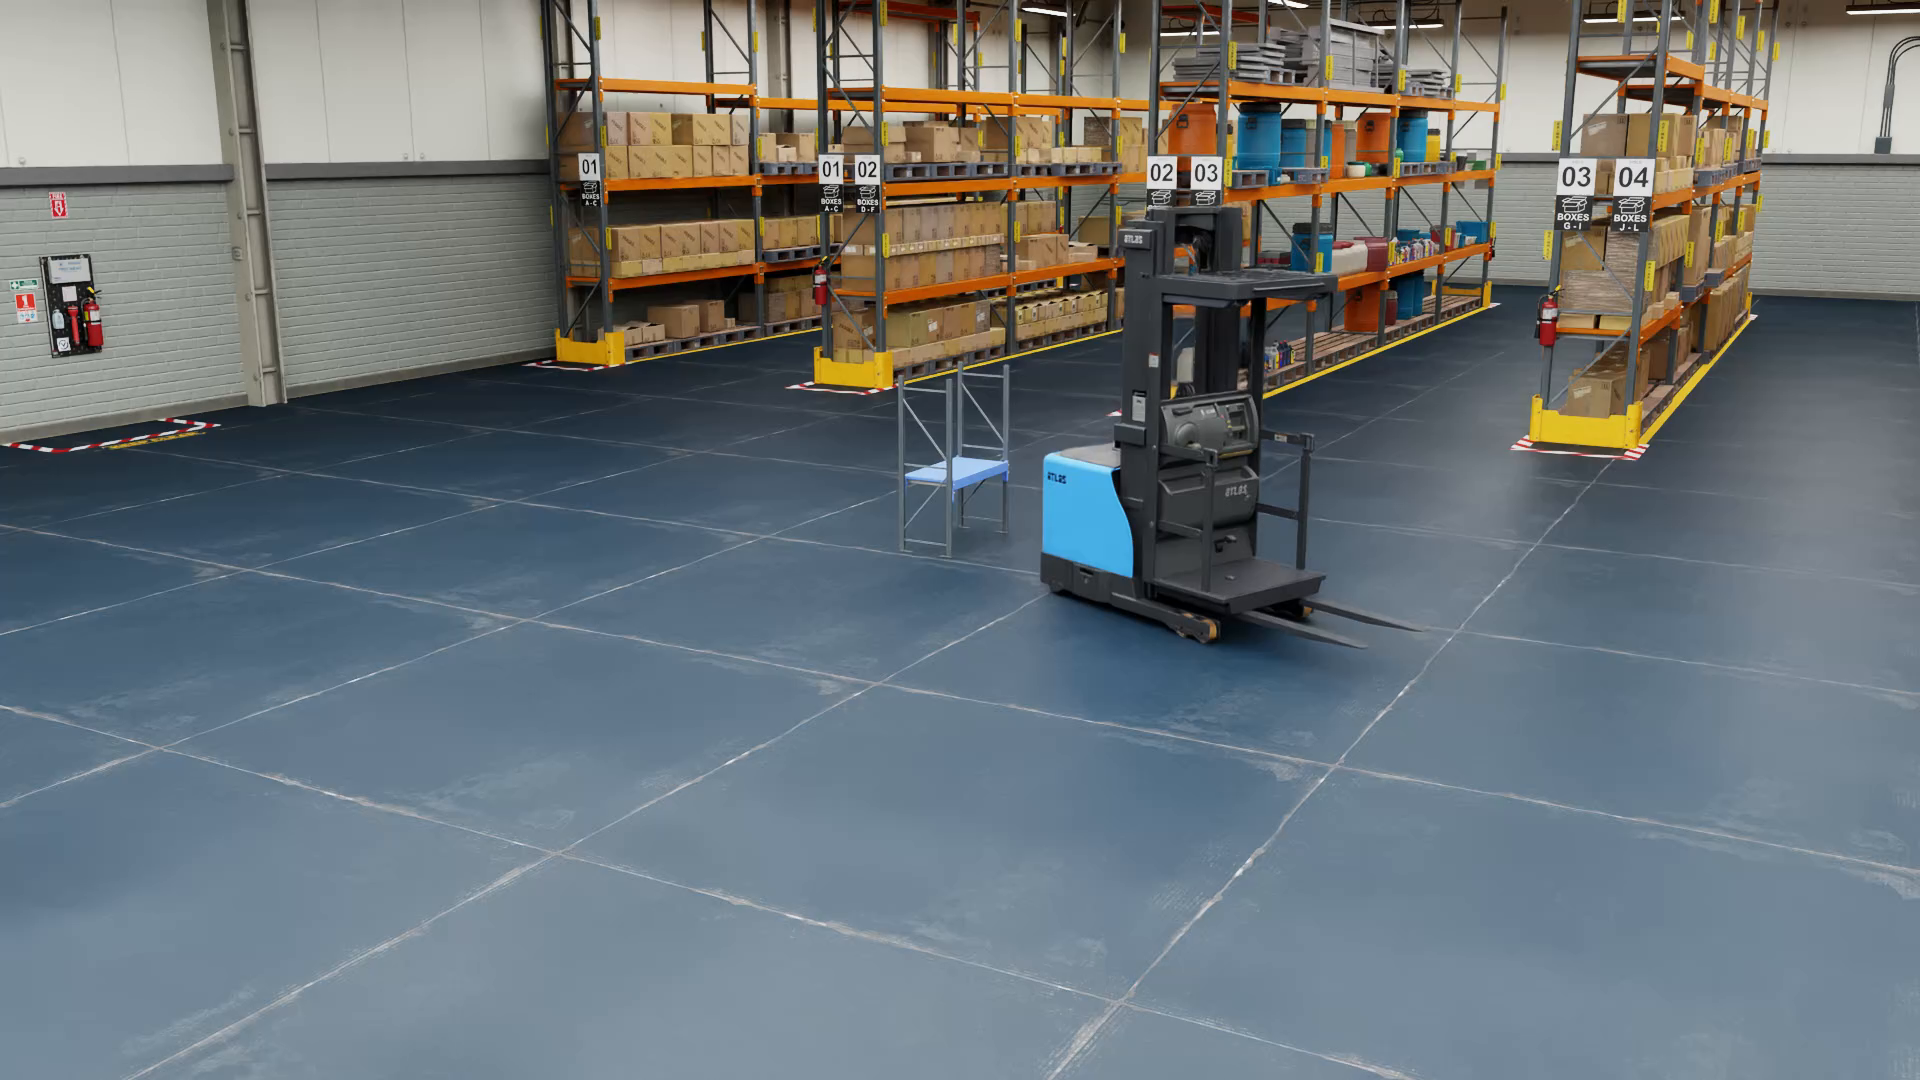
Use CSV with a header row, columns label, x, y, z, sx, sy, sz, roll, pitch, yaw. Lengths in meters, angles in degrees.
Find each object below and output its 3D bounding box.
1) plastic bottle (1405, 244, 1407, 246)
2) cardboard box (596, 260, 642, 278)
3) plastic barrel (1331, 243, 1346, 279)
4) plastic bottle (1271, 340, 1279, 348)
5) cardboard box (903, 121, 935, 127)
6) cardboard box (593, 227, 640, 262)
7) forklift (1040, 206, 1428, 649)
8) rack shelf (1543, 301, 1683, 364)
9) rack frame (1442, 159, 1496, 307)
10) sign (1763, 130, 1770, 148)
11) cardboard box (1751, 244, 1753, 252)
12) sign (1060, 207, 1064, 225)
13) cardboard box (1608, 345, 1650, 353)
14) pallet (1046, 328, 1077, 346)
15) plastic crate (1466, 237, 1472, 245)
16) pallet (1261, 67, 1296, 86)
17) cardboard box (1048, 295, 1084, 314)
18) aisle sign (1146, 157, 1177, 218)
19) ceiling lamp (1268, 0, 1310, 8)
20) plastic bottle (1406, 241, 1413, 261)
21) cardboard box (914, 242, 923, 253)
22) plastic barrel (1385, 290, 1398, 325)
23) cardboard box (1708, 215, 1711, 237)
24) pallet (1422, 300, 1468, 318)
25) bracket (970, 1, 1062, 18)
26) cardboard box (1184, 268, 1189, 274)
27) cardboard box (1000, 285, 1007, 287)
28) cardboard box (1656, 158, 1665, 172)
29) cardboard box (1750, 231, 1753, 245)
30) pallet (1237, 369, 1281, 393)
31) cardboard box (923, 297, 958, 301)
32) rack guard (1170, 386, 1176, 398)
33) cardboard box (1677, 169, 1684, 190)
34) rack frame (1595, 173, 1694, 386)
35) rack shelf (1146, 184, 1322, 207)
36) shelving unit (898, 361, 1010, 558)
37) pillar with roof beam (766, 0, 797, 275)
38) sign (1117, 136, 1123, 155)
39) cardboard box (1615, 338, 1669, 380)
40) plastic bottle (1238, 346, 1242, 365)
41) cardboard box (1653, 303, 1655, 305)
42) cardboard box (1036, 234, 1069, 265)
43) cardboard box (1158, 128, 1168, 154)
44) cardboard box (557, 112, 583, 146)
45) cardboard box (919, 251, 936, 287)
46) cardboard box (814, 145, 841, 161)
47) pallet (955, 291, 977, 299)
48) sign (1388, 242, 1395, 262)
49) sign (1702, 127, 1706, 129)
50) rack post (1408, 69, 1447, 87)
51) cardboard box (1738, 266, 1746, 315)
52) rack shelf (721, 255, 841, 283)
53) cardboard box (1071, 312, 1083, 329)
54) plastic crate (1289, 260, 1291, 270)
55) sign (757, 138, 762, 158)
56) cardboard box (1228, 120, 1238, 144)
label,x,y,z,sx,sy,sz,roll,pitch,yaw
plastic bottle,8.002,-5.167,29.839,0.097,0.271,0.097,0,14,0
cardboard box,-5.335,-4.251,26.045,0.500,0.250,0.500,7,15,26
plastic barrel,5.767,-4.337,25.832,0.433,0.535,0.433,0,14,0
plastic bottle,4.572,-2.726,24.155,0.144,0.351,0.185,7,15,28
cardboard box,-0.842,-8.517,34.309,0.500,0.250,0.500,7,15,26
cardboard box,-5.355,-4.616,25.956,0.500,0.500,0.500,7,15,28
forklift,1.927,-0.839,11.761,1.130,2.935,3.031,-10,17,-37
rack shelf,8.126,-2.627,20.567,1.077,0.370,4.000,7,15,28
rack frame,10.559,-6.411,34.724,1.000,3.000,0.127,7,15,28
sign,15.363,-7.635,31.684,0.100,0.325,0.005,7,15,28
cardboard box,15.010,-5.617,31.968,0.380,0.149,0.250,8,16,29
sign,1.877,-5.915,30.368,0.100,0.325,0.005,7,15,28
cardboard box,8.865,-2.299,22.107,0.500,0.500,0.500,7,15,26
pallet,1.334,-3.562,28.858,1.003,0.211,1.213,7,15,28
plastic crate,10.170,-6.066,33.729,0.396,0.136,0.243,7,15,28
pallet,3.795,-6.155,22.121,1.003,0.211,1.213,7,15,28
cardboard box,1.827,-4.125,29.020,0.500,0.311,0.500,7,15,28
aisle sign,2.529,-4.411,20.882,0.394,0.787,0.004,7,15,28
ceiling lamp,6.251,-11.428,30.281,0.800,3.185,2.000,7,15,28
plastic bottle,7.934,-5.114,29.453,0.144,0.351,0.185,7,15,28
cardboard box,-0.761,-4.267,24.235,0.380,0.149,0.250,7,15,27
plastic barrel,7.459,-4.135,29.535,0.600,0.588,0.708,7,15,28
cardboard box,11.395,-4.893,26.074,0.797,0.503,0.637,8,16,30
pallet,9.535,-4.641,33.333,1.003,0.211,1.213,7,15,28
bracket,1.290,-12.194,38.232,0.076,0.066,4.783,7,15,28
cardboard box,5.194,-5.538,35.494,0.797,0.503,0.637,7,15,28
cardboard box,0.649,-5.946,37.234,0.700,0.500,0.500,7,15,27
cardboard box,7.705,-4.218,18.701,0.380,0.149,0.250,8,16,29
cardboard box,14.892,-5.792,31.842,0.500,0.250,0.500,7,15,27
pallet,3.808,-2.209,23.245,1.003,0.211,1.213,7,15,28
cardboard box,-0.310,-3.579,26.352,0.500,0.500,0.500,7,15,28
rack guard,2.819,-1.934,21.488,1.175,0.500,0.348,7,15,28
cardboard box,8.598,-4.439,20.464,0.500,0.250,0.500,7,15,28
rack frame,9.093,-3.387,22.185,1.000,3.000,0.127,7,15,28
rack shelf,3.791,-4.647,22.543,1.077,0.370,4.000,7,15,28
shelving unit,-0.041,-0.712,14.285,0.538,1.500,1.048,7,15,28
pillar with roof beam,0.402,-8.152,29.146,9.100,9.000,0.400,7,15,28
sign,2.839,-7.015,29.558,0.100,0.325,0.005,7,15,28
cardboard box,9.409,-2.510,22.938,0.700,0.500,0.500,6,15,24
plastic bottle,4.040,-2.674,24.108,0.097,0.271,0.097,0,14,0
cardboard box,8.321,-2.839,20.446,0.380,0.149,0.250,7,15,28
cardboard box,1.560,-5.034,28.800,0.500,0.500,0.500,6,15,25
cardboard box,3.679,-7.677,32.254,0.600,0.600,0.600,7,15,27
cardboard box,-5.869,-6.371,25.771,0.500,0.500,0.500,8,16,31
cardboard box,-0.779,-4.042,24.688,0.700,0.500,0.500,7,15,28
cardboard box,-2.689,-7.154,31.146,0.797,0.503,0.637,10,17,36
pallet,-0.355,-5.190,35.611,1.003,0.211,1.213,7,15,28
sign,7.176,-4.788,27.645,0.100,0.325,0.005,7,15,28
sign,14.411,-7.835,32.199,0.100,0.325,0.005,7,15,28
rack post,8.190,-8.300,29.924,0.937,0.300,0.954,7,15,27
cardboard box,14.215,-4.694,31.240,0.875,0.875,0.875,7,15,28
rack shelf,-2.948,-5.132,30.954,1.077,0.370,4.000,7,15,28
cardboard box,1.824,-3.854,29.091,0.500,0.250,0.500,8,16,29
plastic crate,5.018,-4.202,25.599,0.392,0.384,0.575,7,15,28
sign,-3.436,-6.721,28.507,0.100,0.325,0.005,7,15,28
cardboard box,5.526,-8.651,35.268,0.700,0.500,0.500,7,15,28
